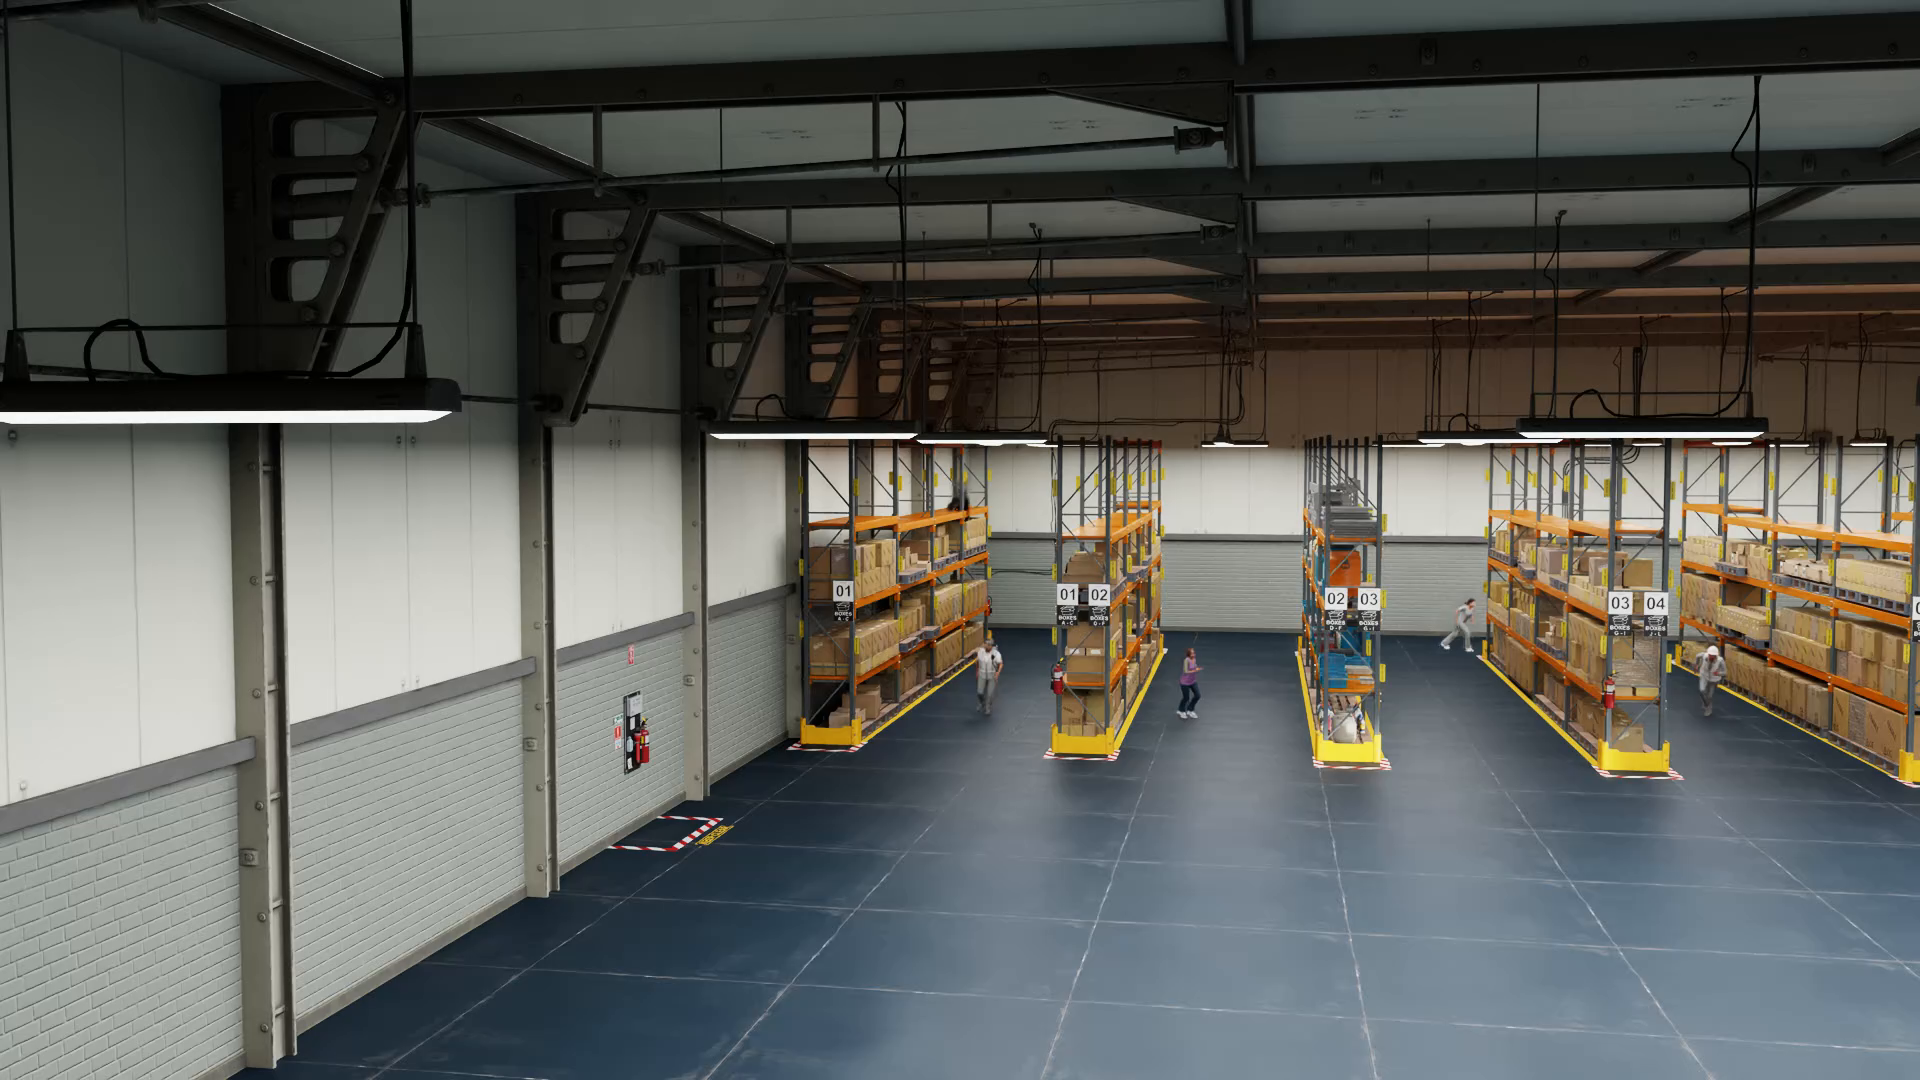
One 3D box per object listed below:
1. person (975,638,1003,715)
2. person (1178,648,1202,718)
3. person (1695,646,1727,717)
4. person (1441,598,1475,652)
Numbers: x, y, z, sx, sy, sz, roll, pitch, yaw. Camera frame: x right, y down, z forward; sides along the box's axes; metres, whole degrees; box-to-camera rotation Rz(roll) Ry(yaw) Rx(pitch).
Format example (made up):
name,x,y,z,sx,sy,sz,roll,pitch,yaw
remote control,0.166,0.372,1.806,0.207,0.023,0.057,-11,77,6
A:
name,x,y,z,sx,sy,sz,roll,pitch,yaw
person,0.604,2.931,35.713,0.676,1.691,0.799,0,3,9
person,4.831,3.041,35.283,0.470,1.556,0.805,-2,4,-28
person,16.225,3.017,35.948,0.639,1.556,1.160,1,3,23
person,14.183,2.394,47.316,0.996,1.530,0.564,3,4,43
